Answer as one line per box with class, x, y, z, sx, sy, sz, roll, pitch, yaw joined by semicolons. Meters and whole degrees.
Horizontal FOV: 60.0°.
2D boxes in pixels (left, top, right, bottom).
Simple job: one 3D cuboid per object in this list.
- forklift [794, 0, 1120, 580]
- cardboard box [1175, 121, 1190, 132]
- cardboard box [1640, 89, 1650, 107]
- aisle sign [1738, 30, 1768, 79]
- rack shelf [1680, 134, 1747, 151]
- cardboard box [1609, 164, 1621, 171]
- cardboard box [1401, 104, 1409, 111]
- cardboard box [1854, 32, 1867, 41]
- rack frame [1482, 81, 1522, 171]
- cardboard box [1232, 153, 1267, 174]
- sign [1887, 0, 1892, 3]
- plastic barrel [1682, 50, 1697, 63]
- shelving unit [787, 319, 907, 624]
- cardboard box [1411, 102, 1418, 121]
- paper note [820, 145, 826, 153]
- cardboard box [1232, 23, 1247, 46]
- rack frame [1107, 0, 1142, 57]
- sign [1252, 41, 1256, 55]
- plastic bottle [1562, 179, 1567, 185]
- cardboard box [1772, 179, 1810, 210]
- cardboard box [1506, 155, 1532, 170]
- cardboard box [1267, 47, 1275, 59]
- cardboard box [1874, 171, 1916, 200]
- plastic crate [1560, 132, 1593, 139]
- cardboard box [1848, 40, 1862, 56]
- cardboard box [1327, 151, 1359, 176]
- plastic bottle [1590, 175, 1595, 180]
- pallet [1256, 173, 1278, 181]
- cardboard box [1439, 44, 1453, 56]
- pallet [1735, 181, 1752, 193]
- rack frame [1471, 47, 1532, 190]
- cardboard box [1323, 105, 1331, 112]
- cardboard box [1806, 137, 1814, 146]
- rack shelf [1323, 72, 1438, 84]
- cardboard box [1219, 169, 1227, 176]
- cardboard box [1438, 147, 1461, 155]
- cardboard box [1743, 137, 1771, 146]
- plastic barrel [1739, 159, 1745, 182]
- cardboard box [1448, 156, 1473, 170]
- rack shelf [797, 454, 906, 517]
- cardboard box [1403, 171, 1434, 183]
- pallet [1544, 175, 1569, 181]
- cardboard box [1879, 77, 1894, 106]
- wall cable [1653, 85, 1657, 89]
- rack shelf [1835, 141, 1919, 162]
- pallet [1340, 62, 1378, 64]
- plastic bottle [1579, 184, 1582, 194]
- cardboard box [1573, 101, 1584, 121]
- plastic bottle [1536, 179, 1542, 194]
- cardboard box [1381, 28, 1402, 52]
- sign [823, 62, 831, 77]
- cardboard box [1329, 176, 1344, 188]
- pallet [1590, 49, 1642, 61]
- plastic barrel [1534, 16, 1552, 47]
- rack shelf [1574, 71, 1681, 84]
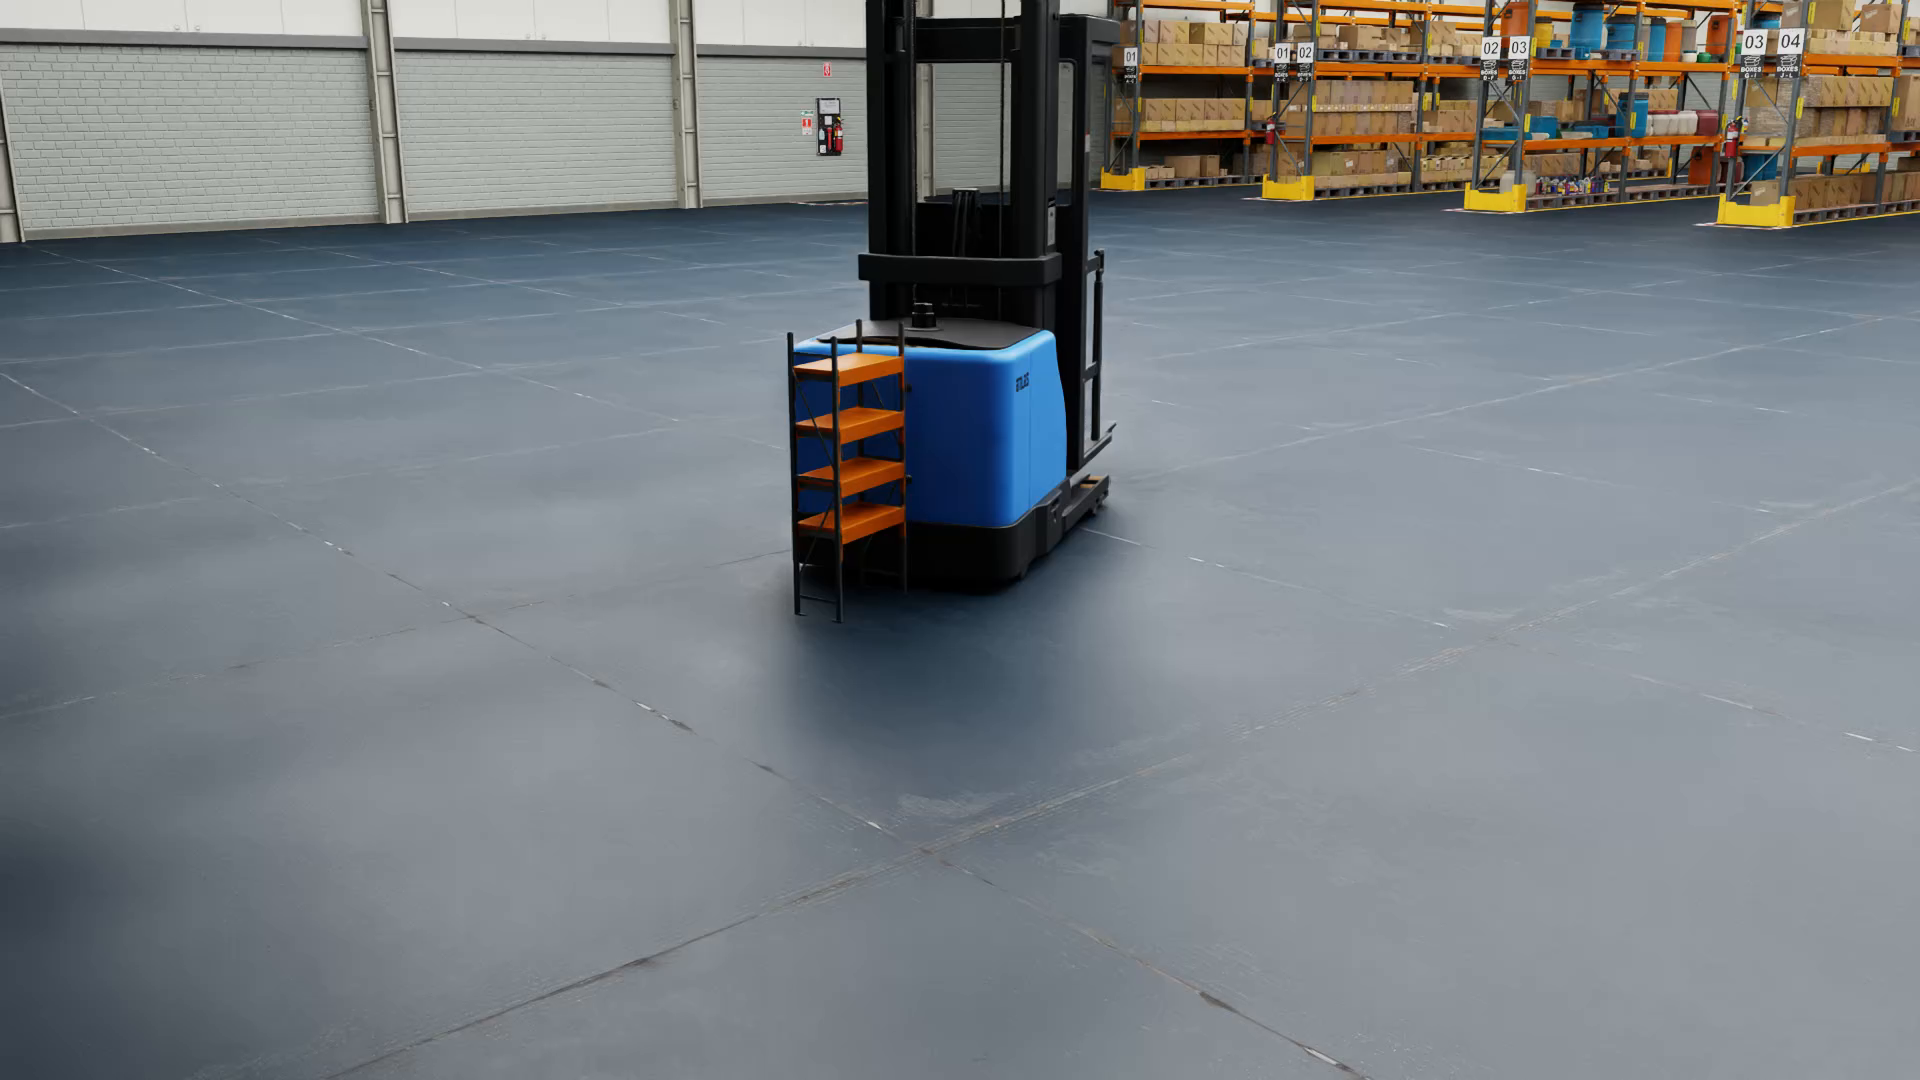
forklift;0.170;-1.574;8.464;1.130;2.935;3.031;5;16;17
cardboard box;5.129;-9.863;39.614;0.500;0.250;0.500;-13;20;-40
cardboard box;17.795;-11.617;43.797;0.500;0.500;0.500;-12;19;-38
aisle sign;13.293;-8.140;27.875;0.004;0.787;0.394;-13;19;-39
rack shelf;17.829;-9.147;38.075;4.000;0.370;1.077;-13;19;-39
cardboard box;17.194;-9.819;43.837;0.250;0.166;0.380;-13;19;-39
cardboard box;9.802;-9.675;37.209;0.250;0.149;0.380;-13;20;-41
cardboard box;15.508;-8.748;28.892;0.250;0.149;0.380;-12;19;-37
rack frame;13.072;-10.121;40.327;0.127;3.000;1.000;-13;19;-39
cardboard box;7.344;-9.540;42.143;0.500;0.500;0.700;-12;19;-38
sign;22.729;-13.149;40.665;0.005;0.325;0.100;-13;19;-39
plastic barrel;15.514;-10.277;35.368;0.301;0.262;0.301;0;15;0
shelving unit;-0.469;-0.302;7.054;0.258;1.200;0.503;9;17;30
cardboard box;12.273;-11.748;45.610;0.500;0.500;0.500;-12;19;-39
paper note;-2.852;-8.146;34.642;0.142;0.148;0.016;-13;19;-39
cardboard box;6.599;-12.259;40.351;0.500;0.500;0.500;14;20;42
rack frame;3.782;-12.628;38.087;0.127;3.000;1.000;-13;19;-39
sign;7.161;-12.001;40.553;0.005;0.325;0.100;-13;19;-39
plastic bottle;12.391;-7.268;34.083;0.097;0.271;0.097;0;15;0
cardboard box;14.447;-6.042;29.087;0.500;0.500;0.500;-7;17;-25
cardboard box;13.603;-9.147;40.673;0.500;0.500;0.500;-12;19;-37
cardboard box;7.729;-12.197;41.647;0.500;0.311;0.500;-12;19;-38
cardboard box;17.825;-6.791;31.851;0.700;0.500;0.500;14;20;42
plastic crate;12.244;-8.026;32.997;0.437;0.136;0.530;-13;19;-39
cardboard box;15.220;-8.505;28.757;0.500;0.250;0.500;-12;19;-38
cardboard box;8.332;-8.222;36.280;0.500;0.500;0.500;-13;19;-39
plastic bottle;12.911;-7.274;33.949;0.185;0.351;0.144;-13;19;-39
pallet;8.307;-9.400;43.030;1.213;0.211;1.003;-13;19;-39
cardboard box;10.938;-11.219;38.102;0.500;0.250;0.500;14;20;42
pallet;17.808;-8.156;38.374;1.213;0.211;1.003;-13;19;-39
rack frame;10.285;-7.800;31.640;0.127;3.000;1.000;-13;19;-39
cardboard box;7.671;-9.197;35.418;0.250;0.149;0.380;-13;20;-41
cardboard box;14.308;-6.795;28.362;0.250;0.149;0.380;-13;19;-39
rack shelf;11.326;-12.525;44.909;4.000;0.370;1.077;-13;19;-39
cardboard box;6.416;-9.154;41.346;0.380;0.166;0.250;13;20;40
cardboard box;13.847;-10.948;47.456;0.500;0.500;0.700;-13;20;-40
cardboard box;13.616;-6.803;28.394;0.250;0.149;0.380;-13;19;-39
plastic barrel;17.897;-8.547;38.443;0.421;0.512;0.421;0;15;0
cardboard box;11.688;-8.871;39.075;0.500;0.311;0.500;-12;19;-38
rack shelf;-0.469;-0.237;7.072;0.258;0.148;0.480;9;17;30
cardboard box;10.521;-8.338;38.166;0.500;0.250;0.500;-13;20;-41
pallet;14.579;-9.098;41.902;1.213;0.211;1.003;-13;19;-39
cardboard box;16.395;-8.059;29.901;0.500;0.500;0.500;-13;19;-39
wall cable;20.353;-14.726;51.961;0.112;2.526;3.097;-13;19;-39
rack shelf;18.063;-7.505;31.929;4.000;0.370;1.077;-13;19;-39
pallet;10.268;-12.562;44.019;1.003;0.211;1.213;-12;19;-37
plastic bottle;12.421;-7.034;33.342;0.097;0.201;0.097;0;15;0
cardboard box;15.585;-11.013;42.659;0.700;0.500;0.500;8;17;28
plastic bottle;11.661;-7.114;33.481;0.133;0.283;0.061;-13;19;-39
cardboard box;9.501;-11.177;37.190;0.500;0.500;0.500;-11;18;-35
sign;-2.745;-9.727;34.359;0.199;0.298;0.001;-13;19;-39
cardboard box;7.962;-7.773;36.051;0.500;0.250;0.500;-13;19;-39
pallet;12.823;-9.695;33.286;1.003;0.211;1.213;-13;19;-39
plastic barrel;11.062;-9.761;31.991;0.600;0.588;0.600;0;15;0
rack shelf;17.598;-12.239;43.838;4.000;0.370;1.077;-13;19;-39
